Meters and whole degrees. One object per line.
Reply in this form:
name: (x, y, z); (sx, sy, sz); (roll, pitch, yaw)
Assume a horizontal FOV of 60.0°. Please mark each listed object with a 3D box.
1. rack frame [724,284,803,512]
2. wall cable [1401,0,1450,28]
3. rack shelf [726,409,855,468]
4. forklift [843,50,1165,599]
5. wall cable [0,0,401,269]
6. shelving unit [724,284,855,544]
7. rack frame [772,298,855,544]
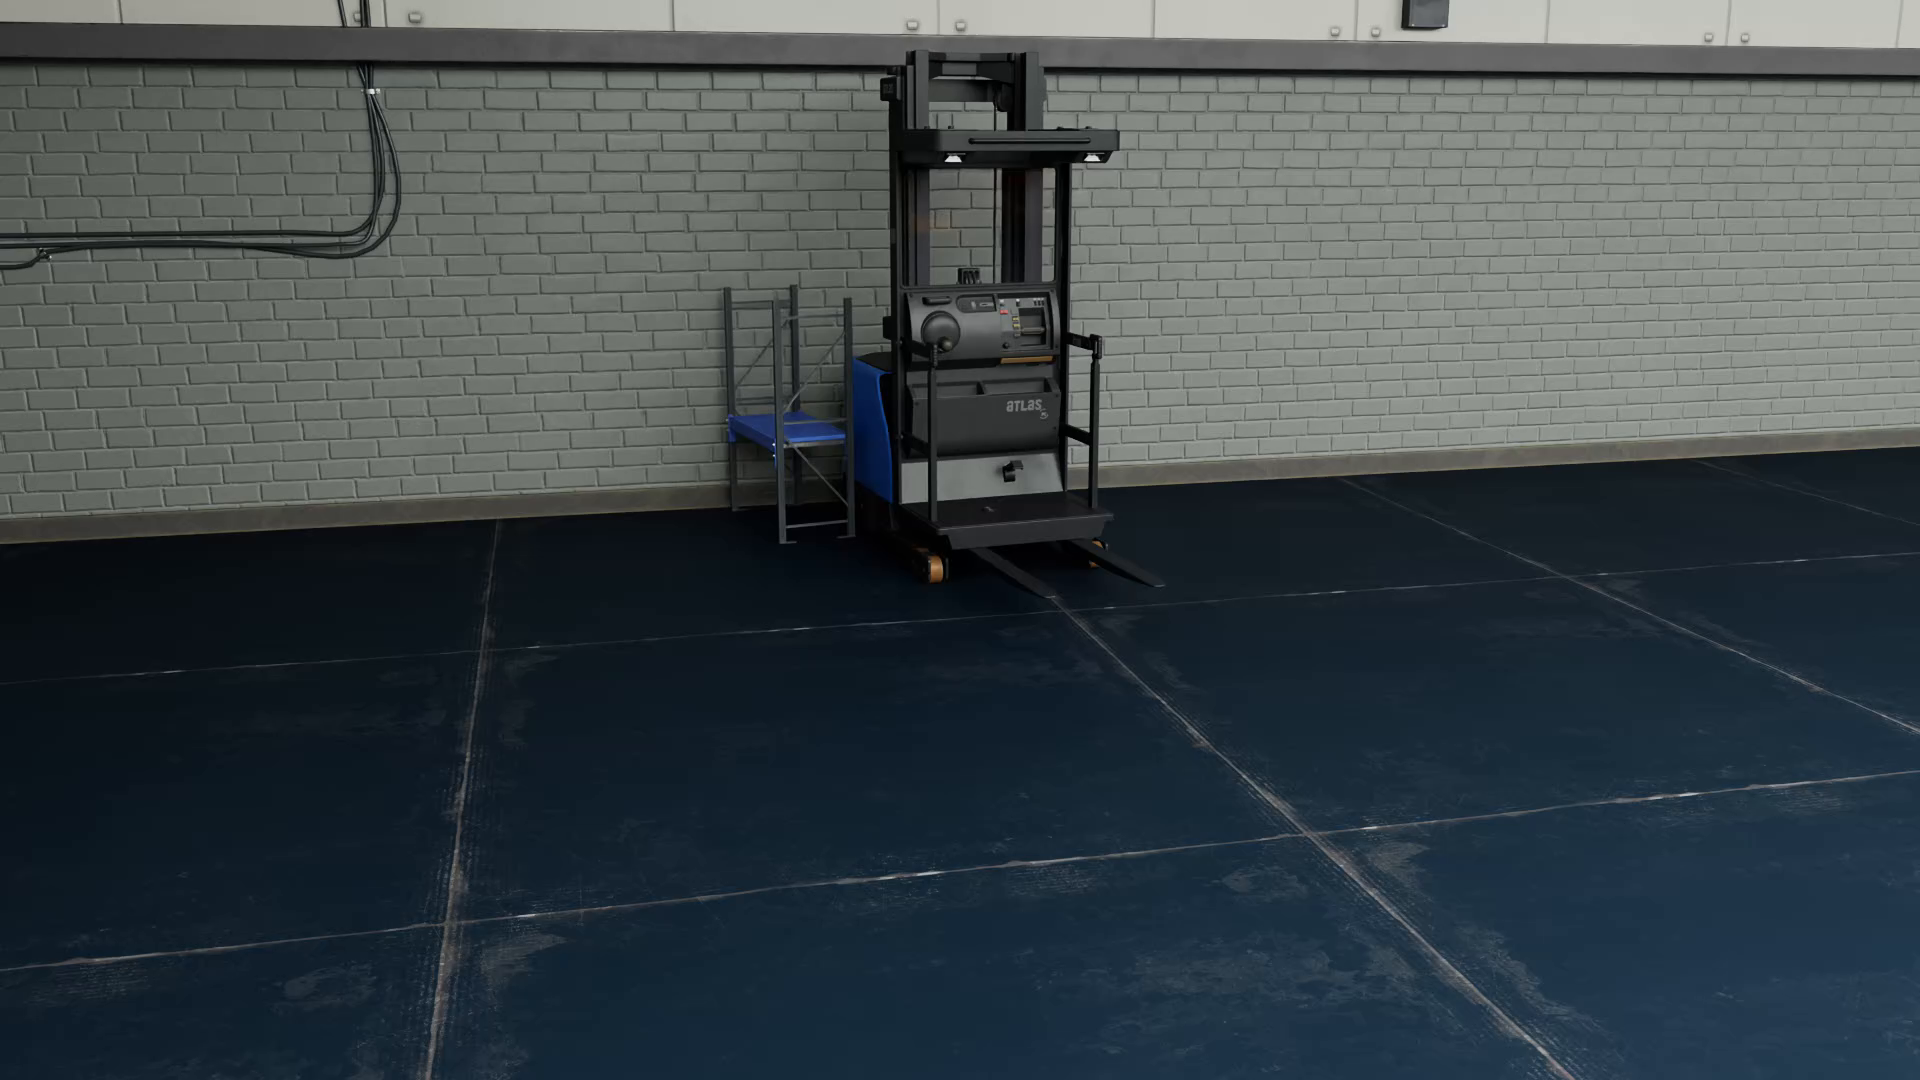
rack frame: (-1.314, -0.948, 11.149); (0.500, 1.500, 0.032); (-6, 15, -24)
wall cable: (4.245, -6.572, 11.200); (2.305, 6.003, 0.169); (-3, 14, -13)
rack shelf: (-1.105, -0.664, 10.742); (0.538, 0.185, 1.000); (-6, 15, -24)
forklift: (0.217, -1.284, 9.508); (1.130, 2.935, 3.031); (-5, 15, -20)
wall cable: (-4.987, -2.886, 9.821); (3.097, 2.526, 0.112); (-3, 14, -13)
shelving unit: (-1.105, -0.838, 10.699); (0.538, 1.500, 1.048); (-6, 15, -24)
rack frame: (-0.896, -0.729, 10.249); (0.500, 1.500, 0.032); (-6, 15, -24)
